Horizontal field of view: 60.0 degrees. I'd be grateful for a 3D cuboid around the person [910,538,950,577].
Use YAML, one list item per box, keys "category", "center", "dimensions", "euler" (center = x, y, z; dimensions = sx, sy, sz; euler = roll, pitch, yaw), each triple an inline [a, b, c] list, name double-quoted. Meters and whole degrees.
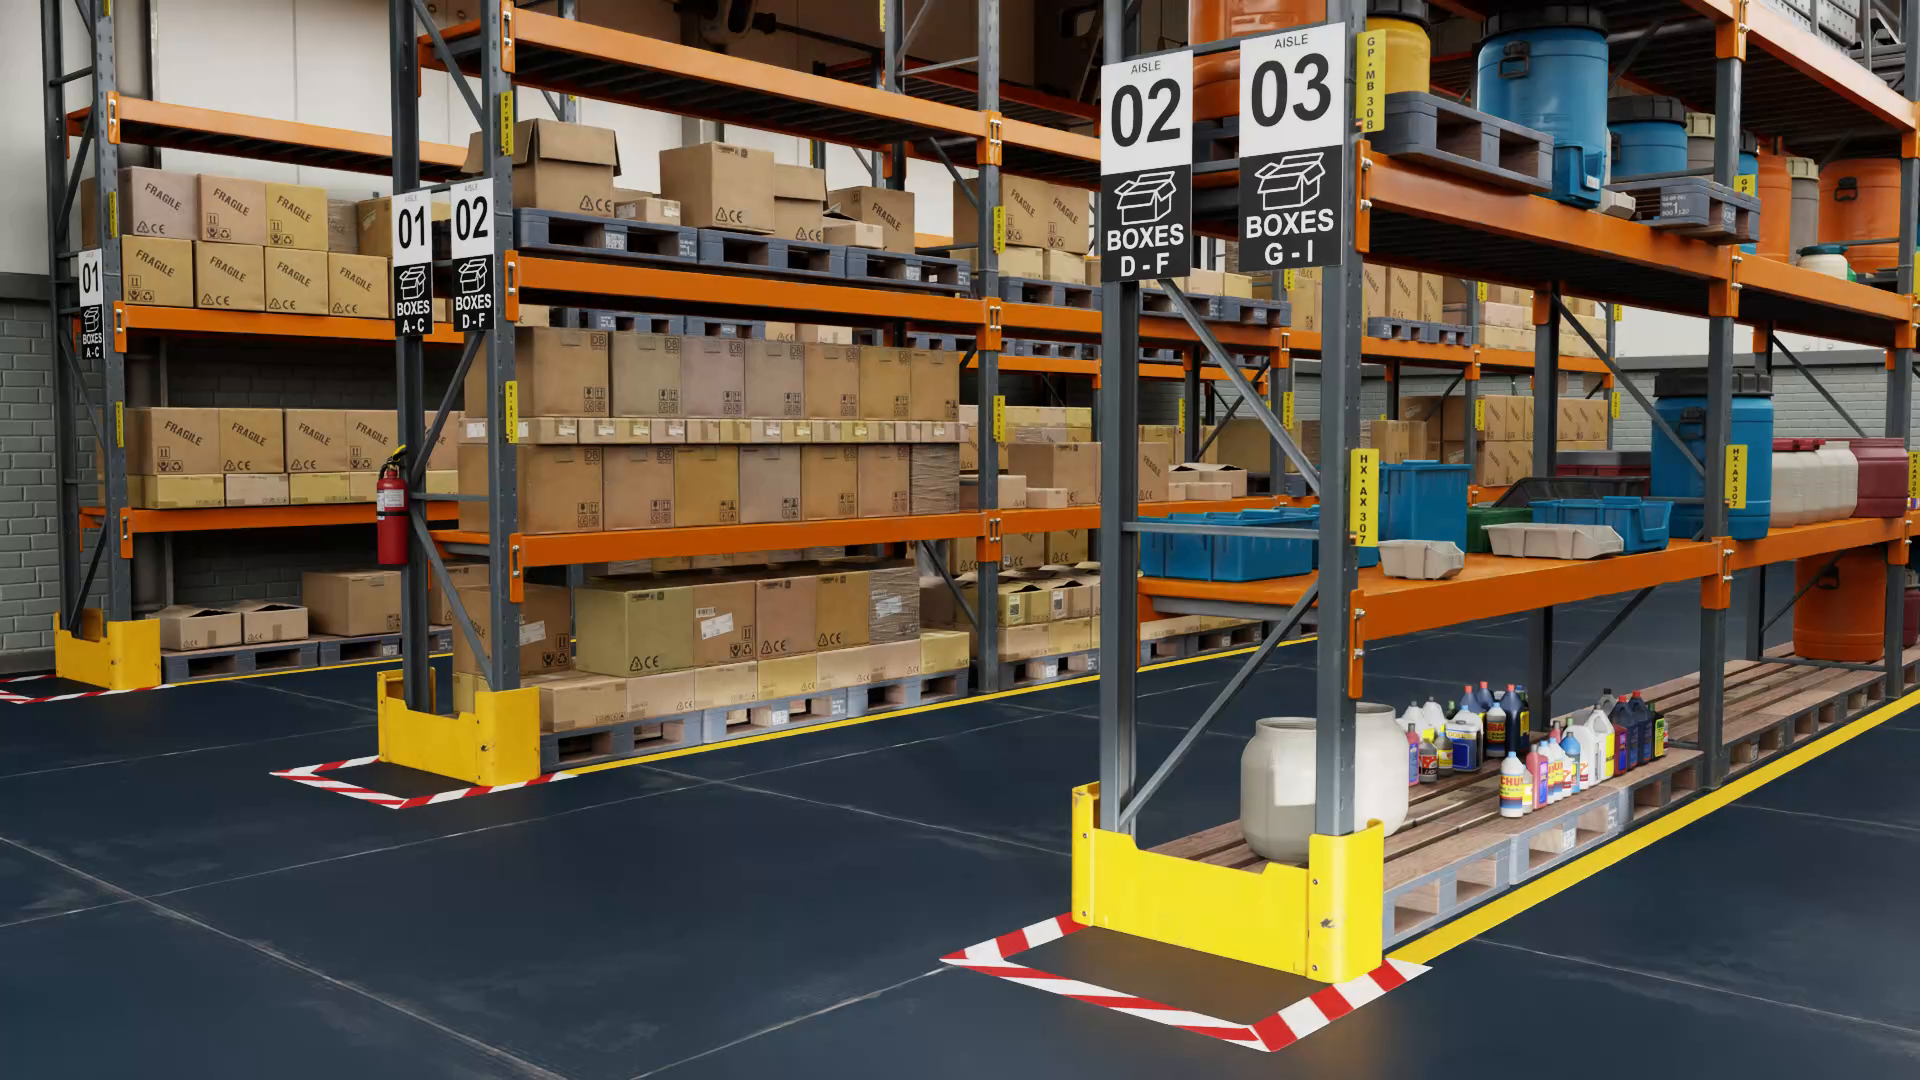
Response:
- category: "person"
  center: [-0.277, -0.090, 16.669]
  dimensions: [0.343, 1.773, 0.568]
  euler: [3, 4, 36]
